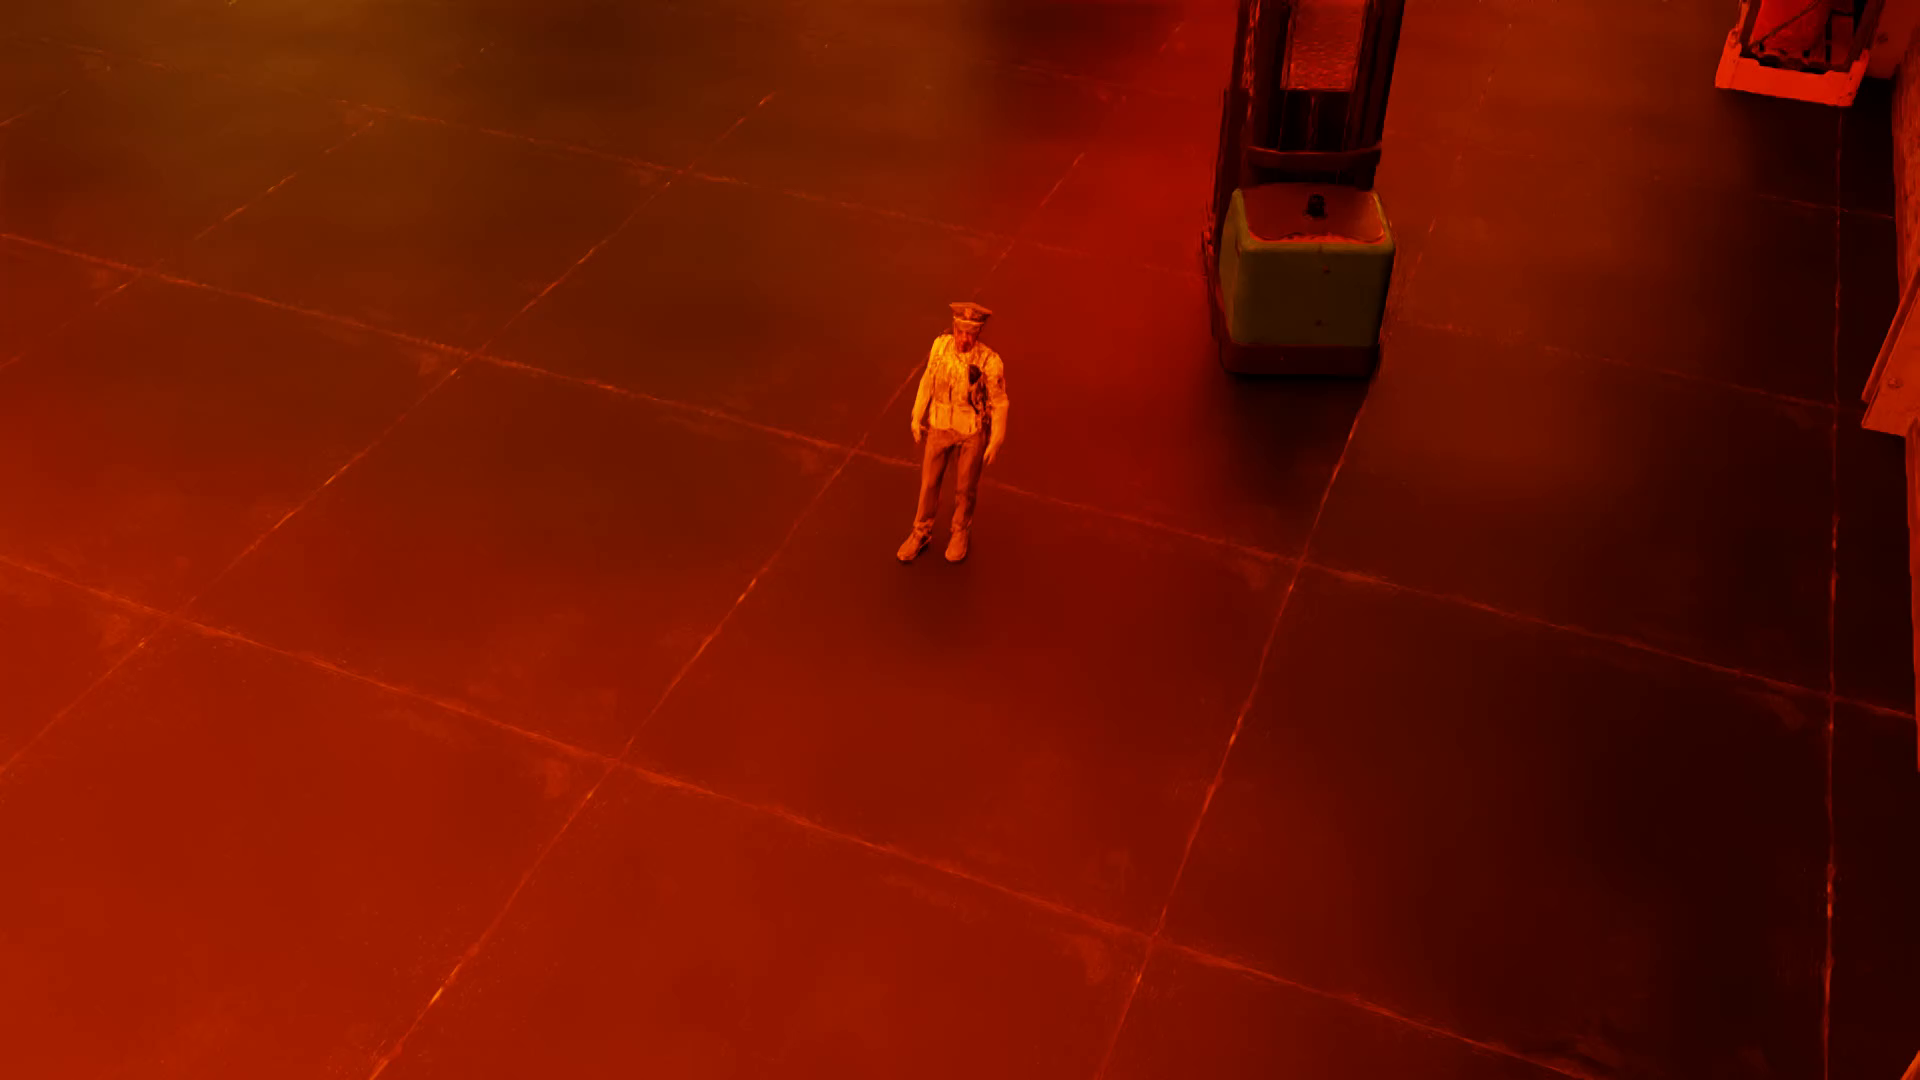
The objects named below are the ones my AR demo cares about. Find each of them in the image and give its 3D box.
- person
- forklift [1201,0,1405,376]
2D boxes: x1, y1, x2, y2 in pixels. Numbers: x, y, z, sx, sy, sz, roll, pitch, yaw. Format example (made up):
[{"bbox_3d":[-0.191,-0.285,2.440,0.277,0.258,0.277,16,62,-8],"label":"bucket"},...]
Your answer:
[{"bbox_3d":[-0.032,-0.617,9.695,0.586,1.695,0.532,15,42,17],"label":"person"},{"bbox_3d":[2.433,-3.188,11.815,1.130,2.935,3.031,2,40,2],"label":"forklift"}]
